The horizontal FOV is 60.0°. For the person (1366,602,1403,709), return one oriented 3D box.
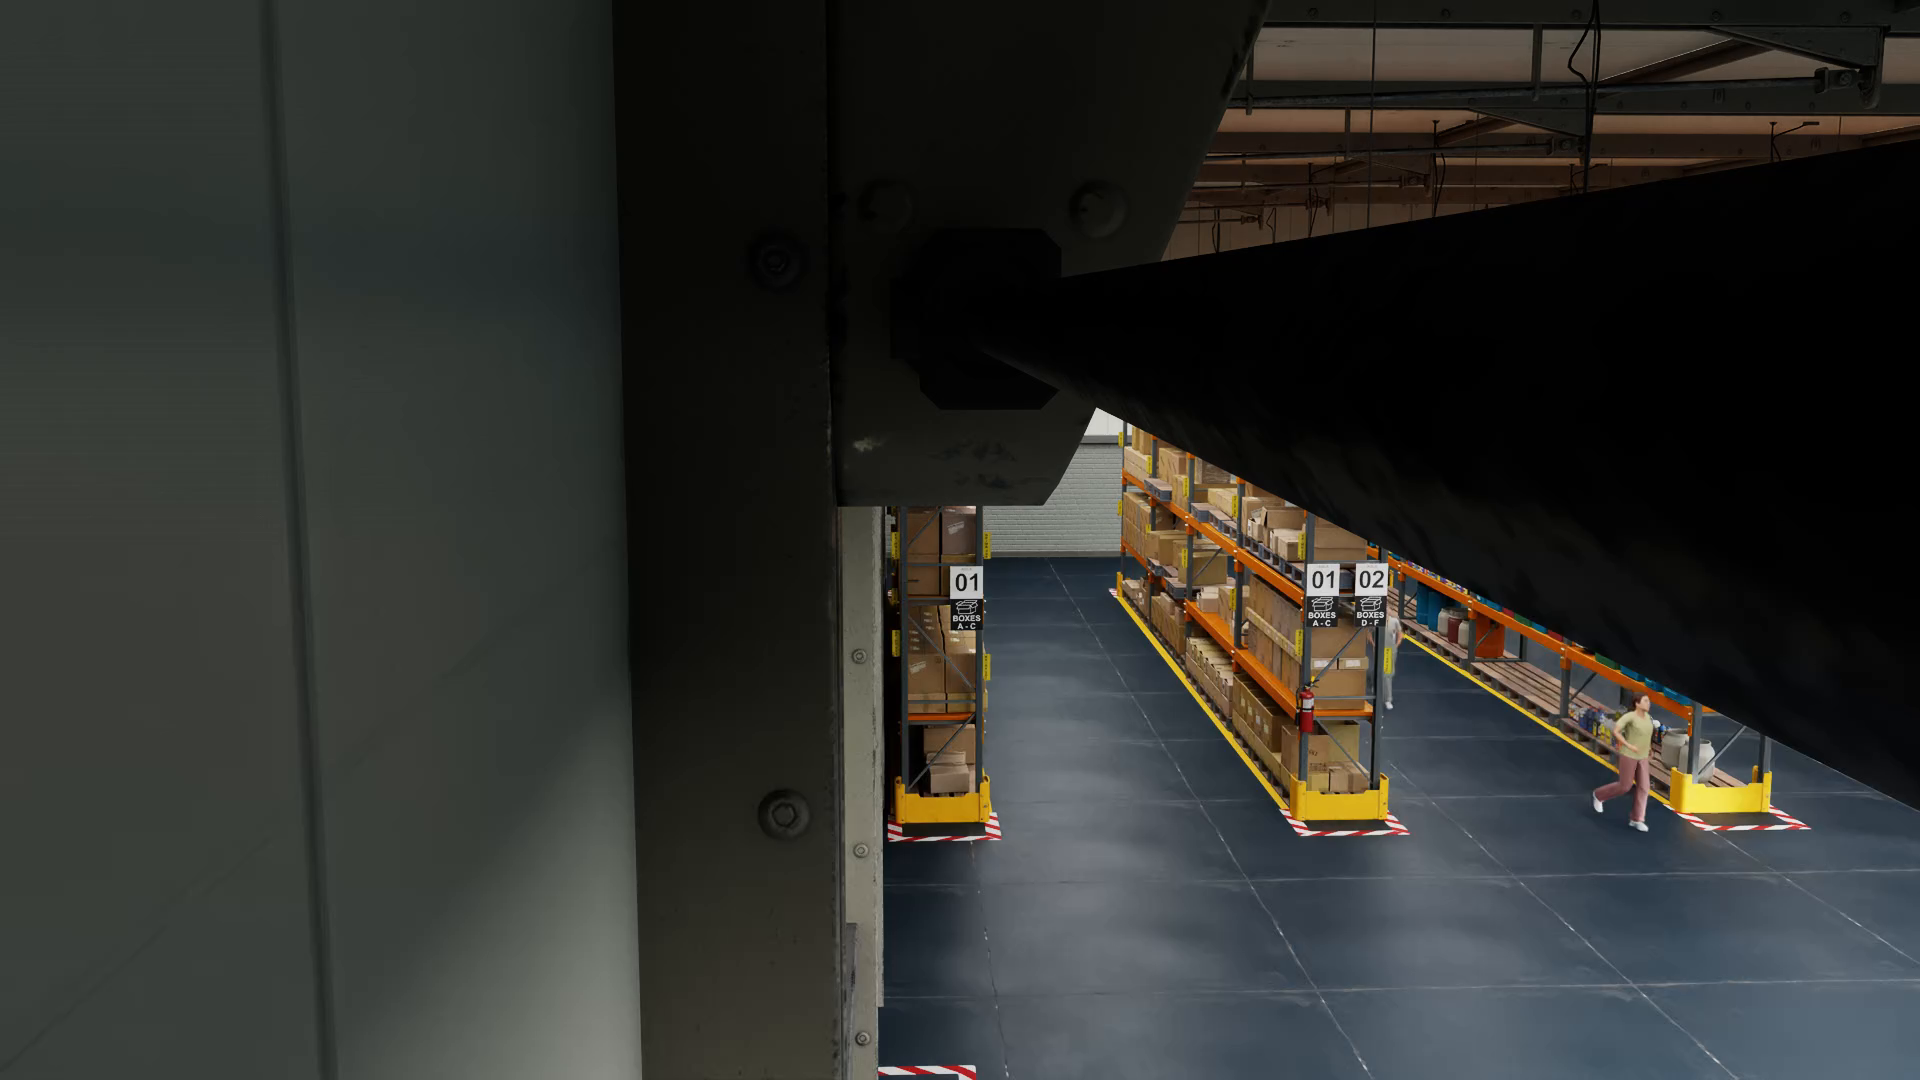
[{"bbox_3d":[6.778,1.806,26.529,0.563,1.658,0.801,-1,8,-6],"label":"person"}]

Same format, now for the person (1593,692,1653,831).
[{"bbox_3d":[8.294,2.663,20.408,0.635,1.623,0.887,-3,9,-23],"label":"person"}]
